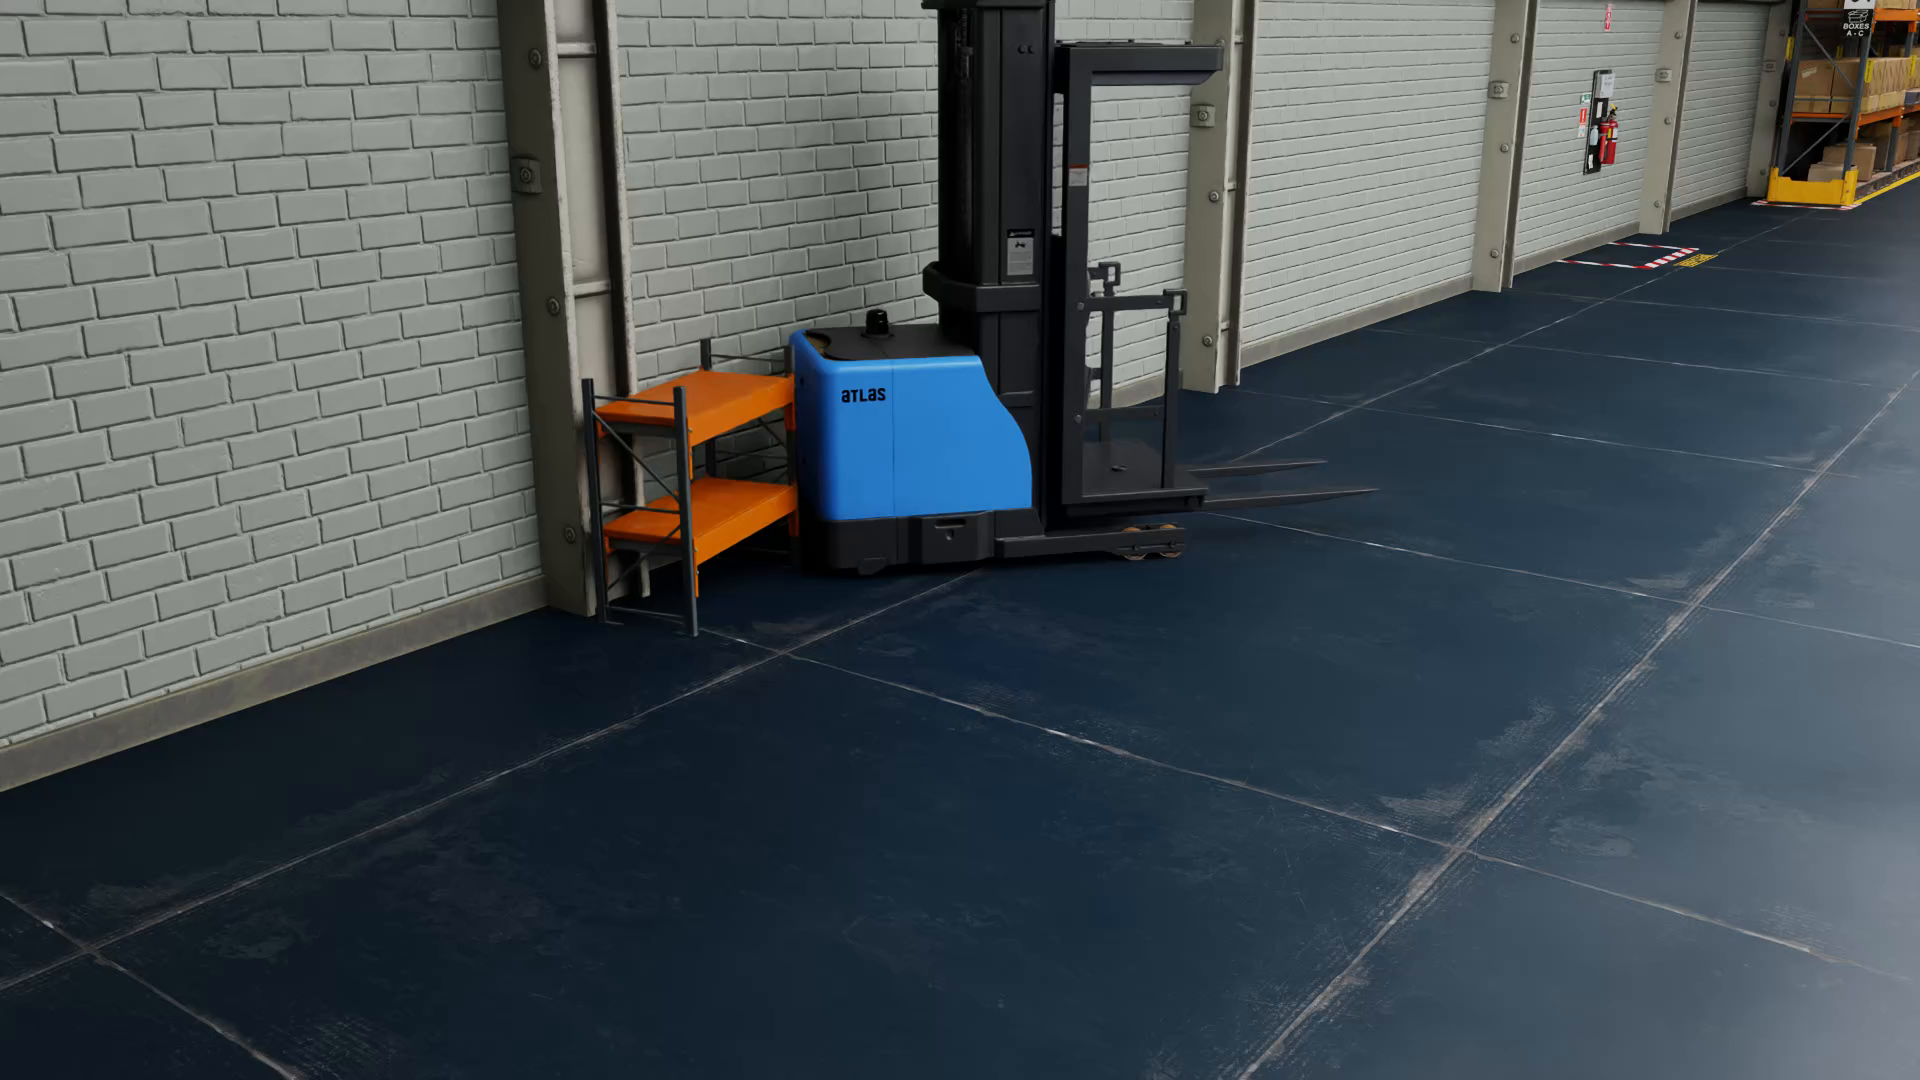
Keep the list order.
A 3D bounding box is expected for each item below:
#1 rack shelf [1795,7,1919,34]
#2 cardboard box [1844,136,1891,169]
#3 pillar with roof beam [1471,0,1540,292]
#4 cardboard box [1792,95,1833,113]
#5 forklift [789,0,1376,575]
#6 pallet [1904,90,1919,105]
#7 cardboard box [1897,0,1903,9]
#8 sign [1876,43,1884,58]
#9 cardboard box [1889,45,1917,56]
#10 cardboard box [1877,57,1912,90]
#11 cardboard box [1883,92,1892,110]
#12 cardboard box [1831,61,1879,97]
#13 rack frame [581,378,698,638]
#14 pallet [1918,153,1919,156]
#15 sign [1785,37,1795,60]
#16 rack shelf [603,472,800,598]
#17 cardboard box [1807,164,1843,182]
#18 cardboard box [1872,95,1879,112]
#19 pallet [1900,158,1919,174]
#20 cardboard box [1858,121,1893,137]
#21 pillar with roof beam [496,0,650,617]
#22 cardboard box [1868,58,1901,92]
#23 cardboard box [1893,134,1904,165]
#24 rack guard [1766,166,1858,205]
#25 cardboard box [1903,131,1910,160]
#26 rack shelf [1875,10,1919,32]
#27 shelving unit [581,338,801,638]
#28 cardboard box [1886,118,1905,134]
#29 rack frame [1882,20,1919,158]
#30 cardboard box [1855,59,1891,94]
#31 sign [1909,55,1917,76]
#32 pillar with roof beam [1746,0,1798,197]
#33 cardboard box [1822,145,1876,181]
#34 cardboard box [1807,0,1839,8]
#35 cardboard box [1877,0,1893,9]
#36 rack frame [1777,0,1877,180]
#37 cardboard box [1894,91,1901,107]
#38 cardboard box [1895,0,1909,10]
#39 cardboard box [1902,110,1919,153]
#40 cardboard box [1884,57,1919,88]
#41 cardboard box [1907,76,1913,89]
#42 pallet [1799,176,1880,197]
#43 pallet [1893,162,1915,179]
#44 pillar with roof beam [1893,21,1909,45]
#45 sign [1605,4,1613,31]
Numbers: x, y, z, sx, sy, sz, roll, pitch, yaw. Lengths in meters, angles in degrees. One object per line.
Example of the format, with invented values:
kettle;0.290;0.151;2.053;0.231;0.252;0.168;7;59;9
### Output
rack shelf;14.059;-8.116;25.976;1.077;0.370;4.000;12;21;35
cardboard box;15.676;-6.698;28.728;0.700;0.500;0.500;13;22;37
pillar with roof beam;8.897;-6.116;13.266;9.100;9.000;0.400;12;21;35
cardboard box;12.990;-6.634;25.268;0.500;0.250;0.500;13;21;35
forklift;0.671;-1.443;8.447;3.031;2.935;1.130;-4;18;-13
pallet;15.823;-7.568;28.380;1.003;0.211;1.213;12;21;35
cardboard box;14.224;-8.453;25.647;0.500;0.500;0.500;14;22;38
sign;17.186;-9.106;31.058;0.100;0.325;0.005;12;21;35
cardboard box;17.696;-9.167;31.238;0.500;0.250;0.500;13;22;36
cardboard box;15.217;-7.632;27.218;0.500;0.500;0.500;12;21;35
cardboard box;14.322;-6.915;26.173;0.500;0.250;0.500;13;21;35
cardboard box;13.393;-6.907;24.883;0.500;0.500;0.500;12;21;35
rack frame;-1.402;-0.137;7.288;0.500;1.125;0.032;7;18;21
pallet;18.164;-7.299;31.891;1.003;0.211;1.213;12;21;35
sign;12.434;-7.357;24.893;0.100;0.325;0.005;12;21;35
rack shelf;-1.215;-0.044;7.812;0.538;0.278;1.000;7;18;21
cardboard box;13.352;-5.626;25.593;0.500;0.311;0.500;10;20;29
cardboard box;13.711;-6.675;25.400;0.500;0.250;0.500;12;21;33
pallet;17.167;-6.939;30.731;1.003;0.211;1.213;12;21;35
cardboard box;15.936;-7.162;28.956;0.500;0.250;0.500;12;21;34
pillar with roof beam;1.747;-3.258;4.063;9.100;9.000;0.400;12;21;35
cardboard box;14.616;-7.394;26.451;0.500;0.500;0.500;12;21;33
cardboard box;16.280;-6.944;29.521;0.700;0.500;0.500;13;21;35
rack guard;12.913;-5.375;25.209;1.175;0.500;0.348;12;21;35
cardboard box;16.847;-7.190;30.311;0.700;0.500;0.500;12;21;35
rack shelf;16.442;-9.069;29.044;1.077;0.370;4.000;12;21;35
shelving unit;-1.215;-0.277;7.739;0.538;1.125;1.048;7;18;21
cardboard box;16.555;-7.402;29.730;0.500;0.250;0.500;12;21;34
rack frame;17.634;-8.456;30.916;1.000;3.000;0.127;12;21;35
cardboard box;14.009;-7.145;25.650;0.500;0.500;0.500;12;21;33
sign;15.691;-7.823;27.417;0.100;0.325;0.005;12;21;35
pillar with roof beam;16.047;-8.975;22.470;9.100;9.000;0.400;12;21;35
cardboard box;14.169;-6.018;26.537;0.700;0.500;0.500;11;20;31
cardboard box;12.913;-8.185;24.782;0.500;0.500;0.500;14;22;39
cardboard box;13.616;-8.198;24.823;0.500;0.500;0.500;14;22;38
rack frame;12.867;-6.551;24.780;1.000;3.000;0.127;12;21;35
cardboard box;14.908;-7.158;26.954;0.500;0.250;0.500;13;21;35
cardboard box;14.837;-8.711;26.477;0.500;0.500;0.500;10;20;30
cardboard box;18.178;-7.782;31.662;0.750;0.750;0.750;12;21;34
cardboard box;16.638;-8.300;29.502;0.700;0.500;0.500;12;21;35
cardboard box;15.920;-8.008;28.564;0.700;0.500;0.500;15;23;40
pallet;14.153;-5.714;26.787;1.003;0.211;1.213;12;21;35
pallet;16.440;-6.649;29.799;1.003;0.211;1.213;12;21;35
pillar with roof beam;23.197;-11.833;31.674;9.100;9.000;0.400;12;21;35
sign;7.427;-5.982;19.041;0.001;0.298;0.199;12;21;35
